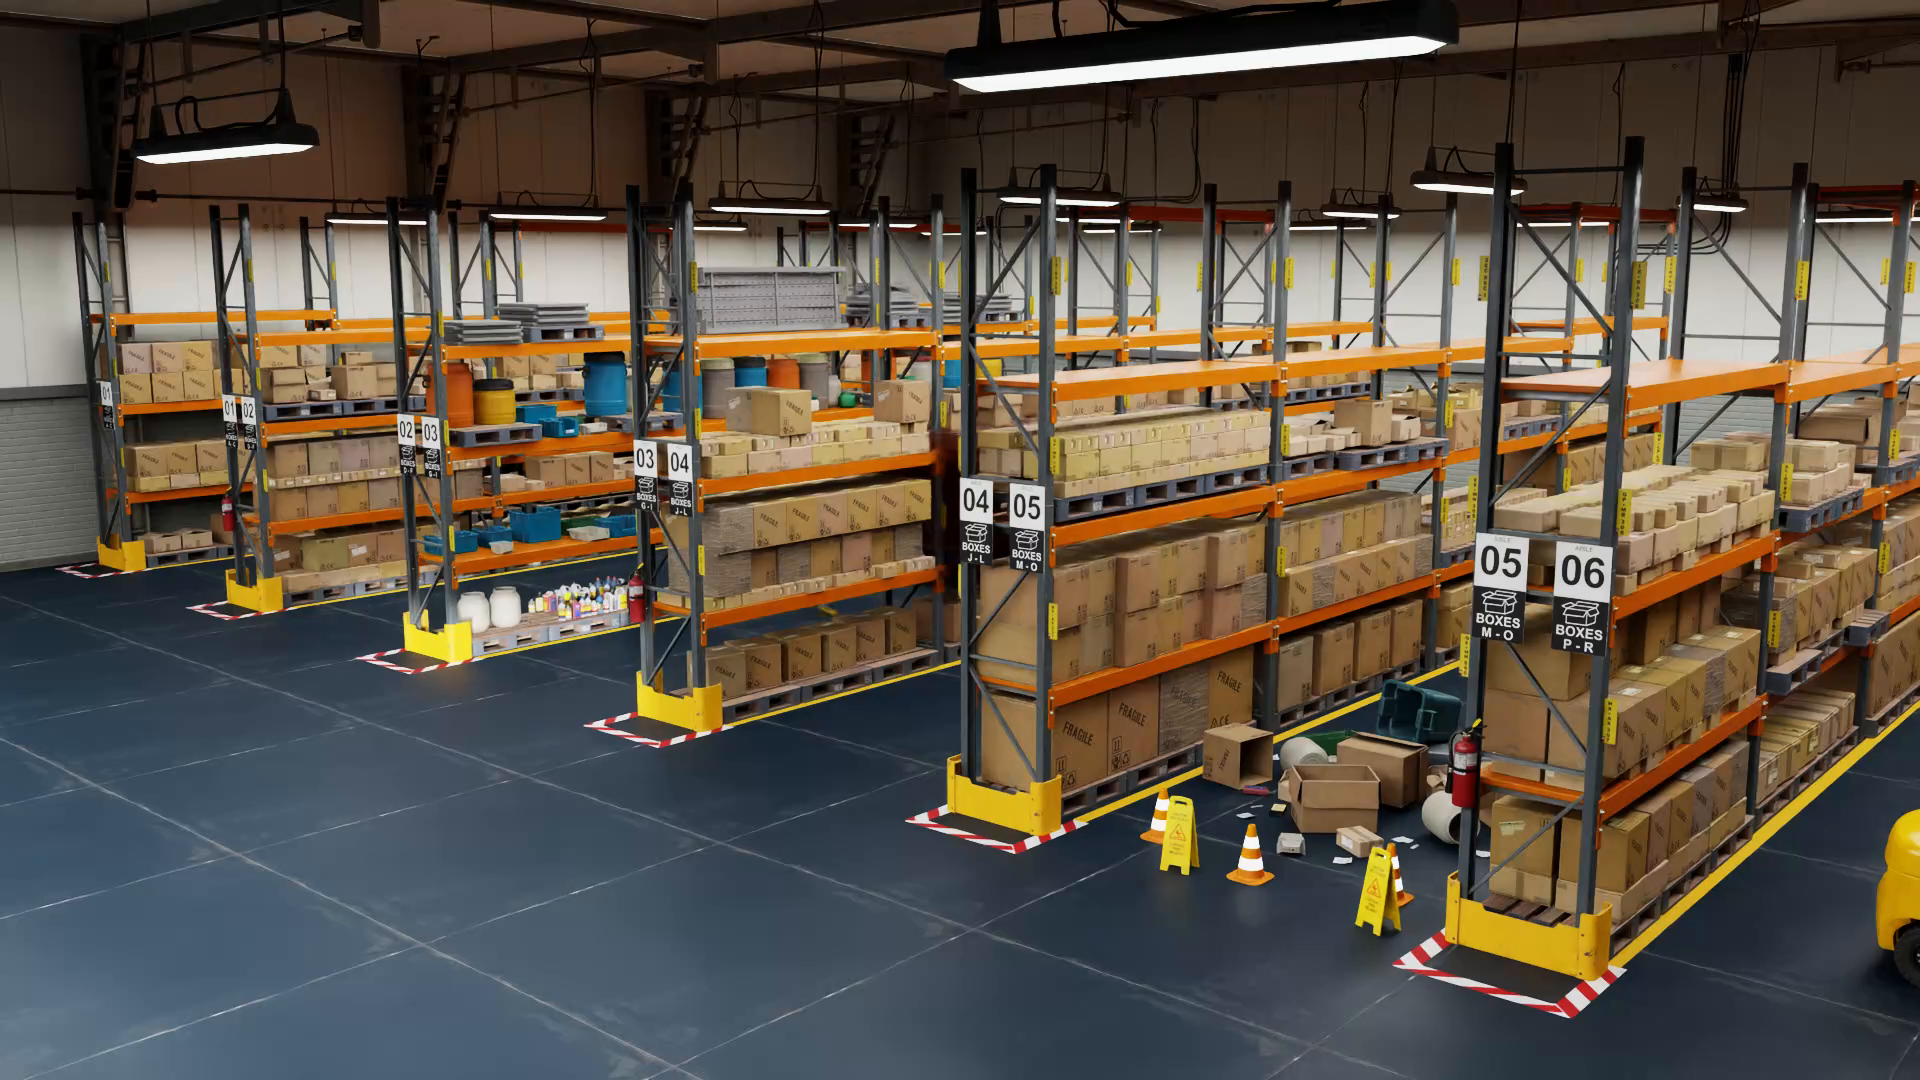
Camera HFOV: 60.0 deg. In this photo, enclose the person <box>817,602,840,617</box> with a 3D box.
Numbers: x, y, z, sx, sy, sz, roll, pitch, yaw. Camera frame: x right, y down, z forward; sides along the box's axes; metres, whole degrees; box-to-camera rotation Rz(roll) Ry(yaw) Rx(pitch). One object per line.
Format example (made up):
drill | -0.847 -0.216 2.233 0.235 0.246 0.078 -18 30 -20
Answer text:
person | -1.810 0.174 23.083 0.540 1.756 0.588 -8 12 -39
